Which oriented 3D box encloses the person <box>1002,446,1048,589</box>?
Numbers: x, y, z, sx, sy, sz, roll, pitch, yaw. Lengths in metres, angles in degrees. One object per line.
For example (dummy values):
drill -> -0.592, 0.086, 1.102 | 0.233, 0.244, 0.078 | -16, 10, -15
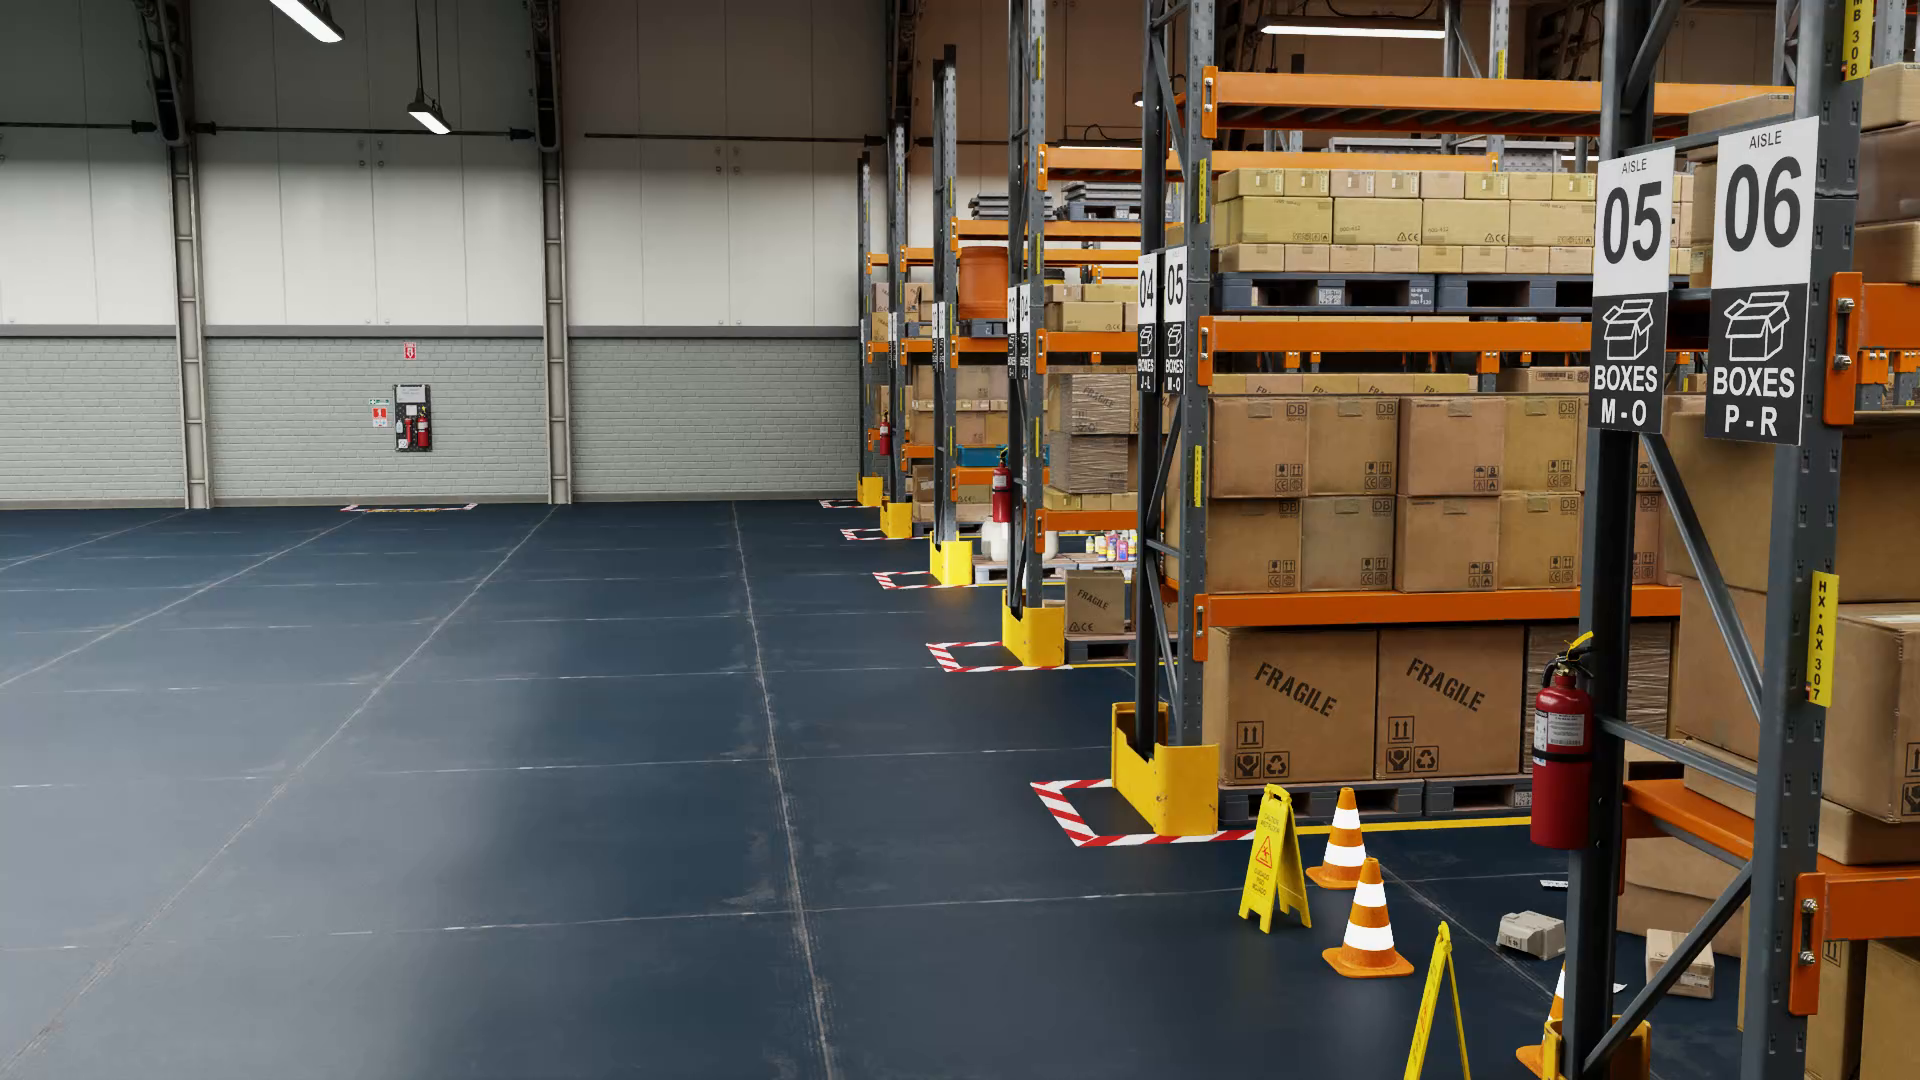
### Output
person -> 0.628, -0.034, 15.976 | 0.436, 1.748, 0.586 | 1, 7, 12
